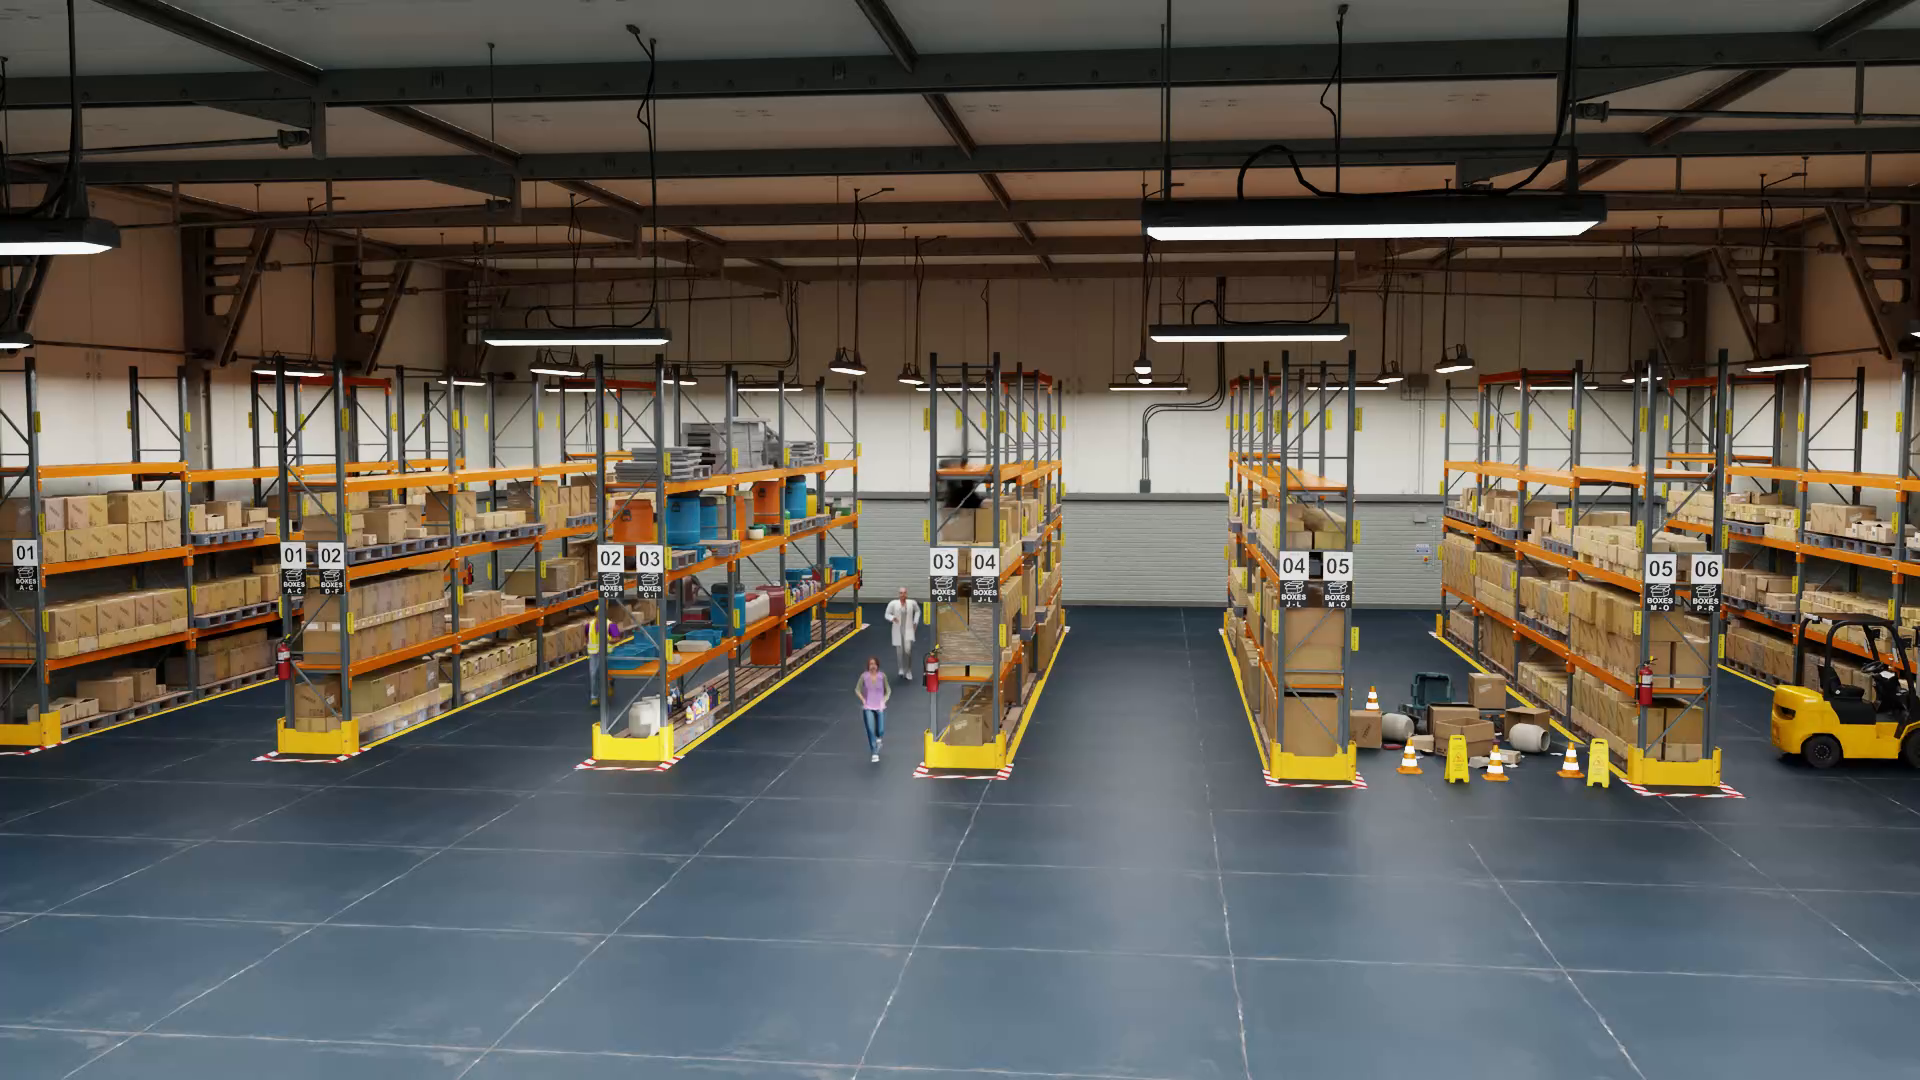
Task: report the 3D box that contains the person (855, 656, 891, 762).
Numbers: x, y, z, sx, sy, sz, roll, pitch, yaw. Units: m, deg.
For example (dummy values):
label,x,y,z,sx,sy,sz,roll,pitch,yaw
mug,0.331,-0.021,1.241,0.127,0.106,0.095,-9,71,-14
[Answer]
label,x,y,z,sx,sy,sz,roll,pitch,yaw
person,-1.285,2.485,24.583,0.531,1.546,0.559,0,4,-4

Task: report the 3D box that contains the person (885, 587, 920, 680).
label,x,y,z,sx,sy,sz,roll,pitch,yaw
person,-1.126,1.837,32.459,0.687,1.831,0.822,0,4,0

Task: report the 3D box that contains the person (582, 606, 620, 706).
label,x,y,z,sx,sy,sz,roll,pitch,yaw
person,-6.380,2.024,29.513,0.710,1.747,0.968,0,4,2

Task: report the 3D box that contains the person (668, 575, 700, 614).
label,x,y,z,sx,sy,sz,roll,pitch,yaw
person,-6.223,1.459,37.439,0.697,1.831,0.966,0,4,1
